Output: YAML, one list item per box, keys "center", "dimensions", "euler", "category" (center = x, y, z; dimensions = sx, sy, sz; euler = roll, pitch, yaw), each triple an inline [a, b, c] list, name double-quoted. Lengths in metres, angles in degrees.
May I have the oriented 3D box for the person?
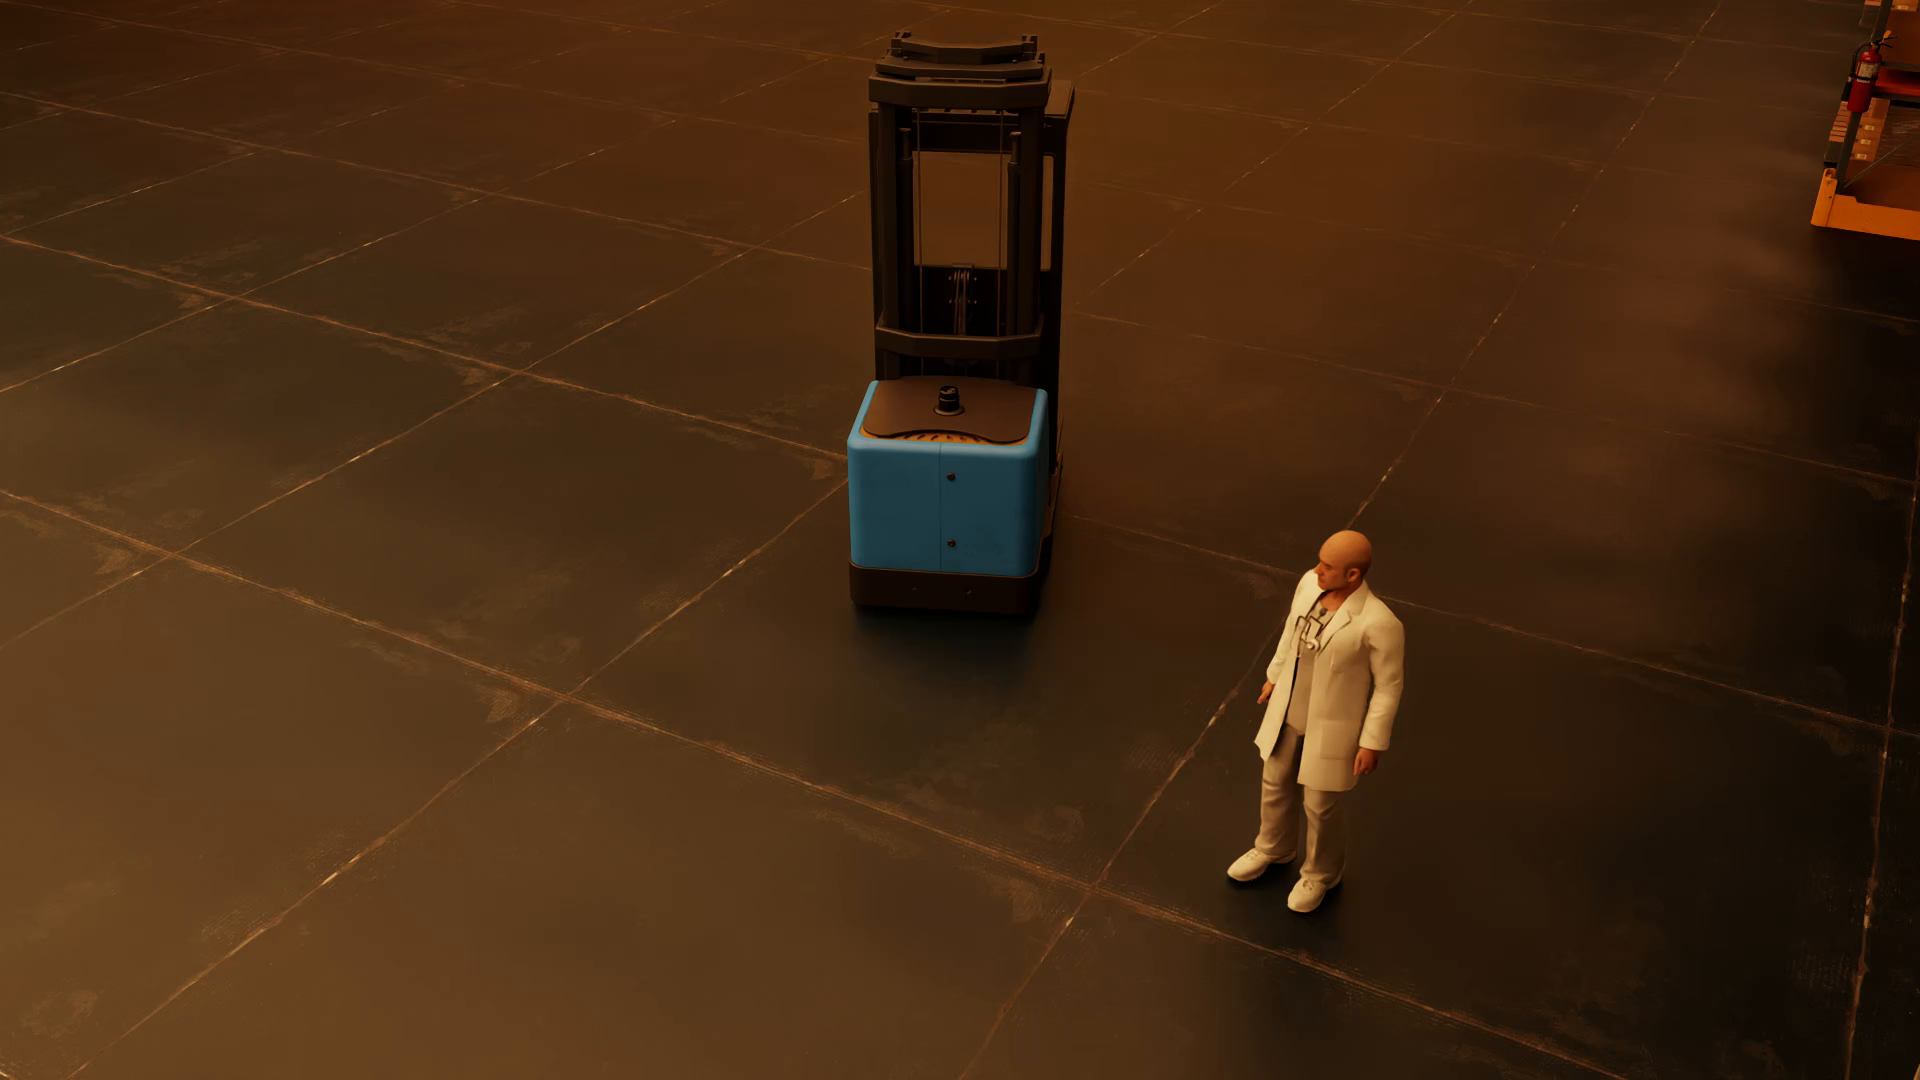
- center: [1.467, 0.750, 6.923]
  dimensions: [0.435, 1.781, 0.670]
  euler: [-20, 35, -30]
  category: "person"

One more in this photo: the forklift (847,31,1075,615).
- center: [0.072, -1.572, 9.794]
  dimensions: [1.130, 2.935, 3.031]
  euler: [3, 30, 6]
  category: "forklift"
